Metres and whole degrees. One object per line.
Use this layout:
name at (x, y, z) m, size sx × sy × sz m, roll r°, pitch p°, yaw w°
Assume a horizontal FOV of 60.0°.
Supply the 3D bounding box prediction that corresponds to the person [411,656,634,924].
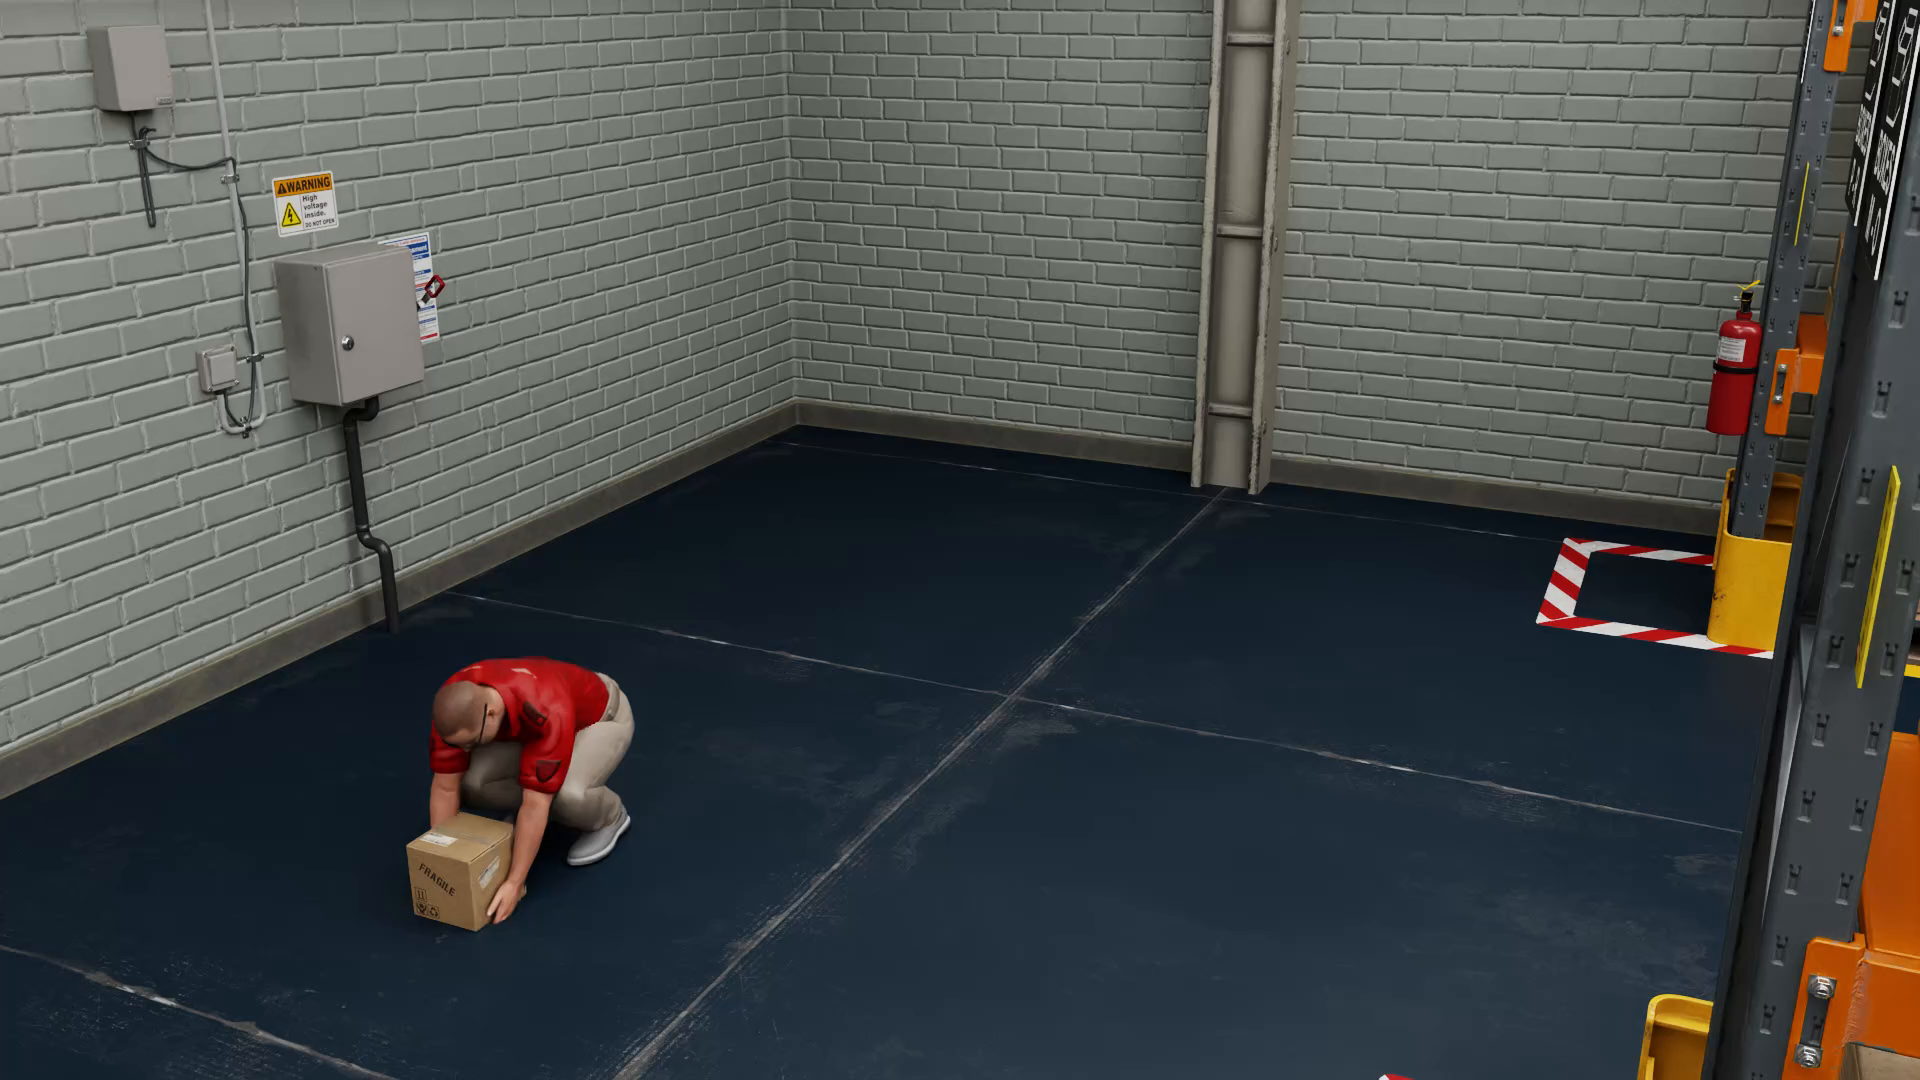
person at (-1.428, 0.727, 5.499) m, size 0.546 × 0.854 × 0.882 m, roll 8°, pitch 21°, yaw 23°
